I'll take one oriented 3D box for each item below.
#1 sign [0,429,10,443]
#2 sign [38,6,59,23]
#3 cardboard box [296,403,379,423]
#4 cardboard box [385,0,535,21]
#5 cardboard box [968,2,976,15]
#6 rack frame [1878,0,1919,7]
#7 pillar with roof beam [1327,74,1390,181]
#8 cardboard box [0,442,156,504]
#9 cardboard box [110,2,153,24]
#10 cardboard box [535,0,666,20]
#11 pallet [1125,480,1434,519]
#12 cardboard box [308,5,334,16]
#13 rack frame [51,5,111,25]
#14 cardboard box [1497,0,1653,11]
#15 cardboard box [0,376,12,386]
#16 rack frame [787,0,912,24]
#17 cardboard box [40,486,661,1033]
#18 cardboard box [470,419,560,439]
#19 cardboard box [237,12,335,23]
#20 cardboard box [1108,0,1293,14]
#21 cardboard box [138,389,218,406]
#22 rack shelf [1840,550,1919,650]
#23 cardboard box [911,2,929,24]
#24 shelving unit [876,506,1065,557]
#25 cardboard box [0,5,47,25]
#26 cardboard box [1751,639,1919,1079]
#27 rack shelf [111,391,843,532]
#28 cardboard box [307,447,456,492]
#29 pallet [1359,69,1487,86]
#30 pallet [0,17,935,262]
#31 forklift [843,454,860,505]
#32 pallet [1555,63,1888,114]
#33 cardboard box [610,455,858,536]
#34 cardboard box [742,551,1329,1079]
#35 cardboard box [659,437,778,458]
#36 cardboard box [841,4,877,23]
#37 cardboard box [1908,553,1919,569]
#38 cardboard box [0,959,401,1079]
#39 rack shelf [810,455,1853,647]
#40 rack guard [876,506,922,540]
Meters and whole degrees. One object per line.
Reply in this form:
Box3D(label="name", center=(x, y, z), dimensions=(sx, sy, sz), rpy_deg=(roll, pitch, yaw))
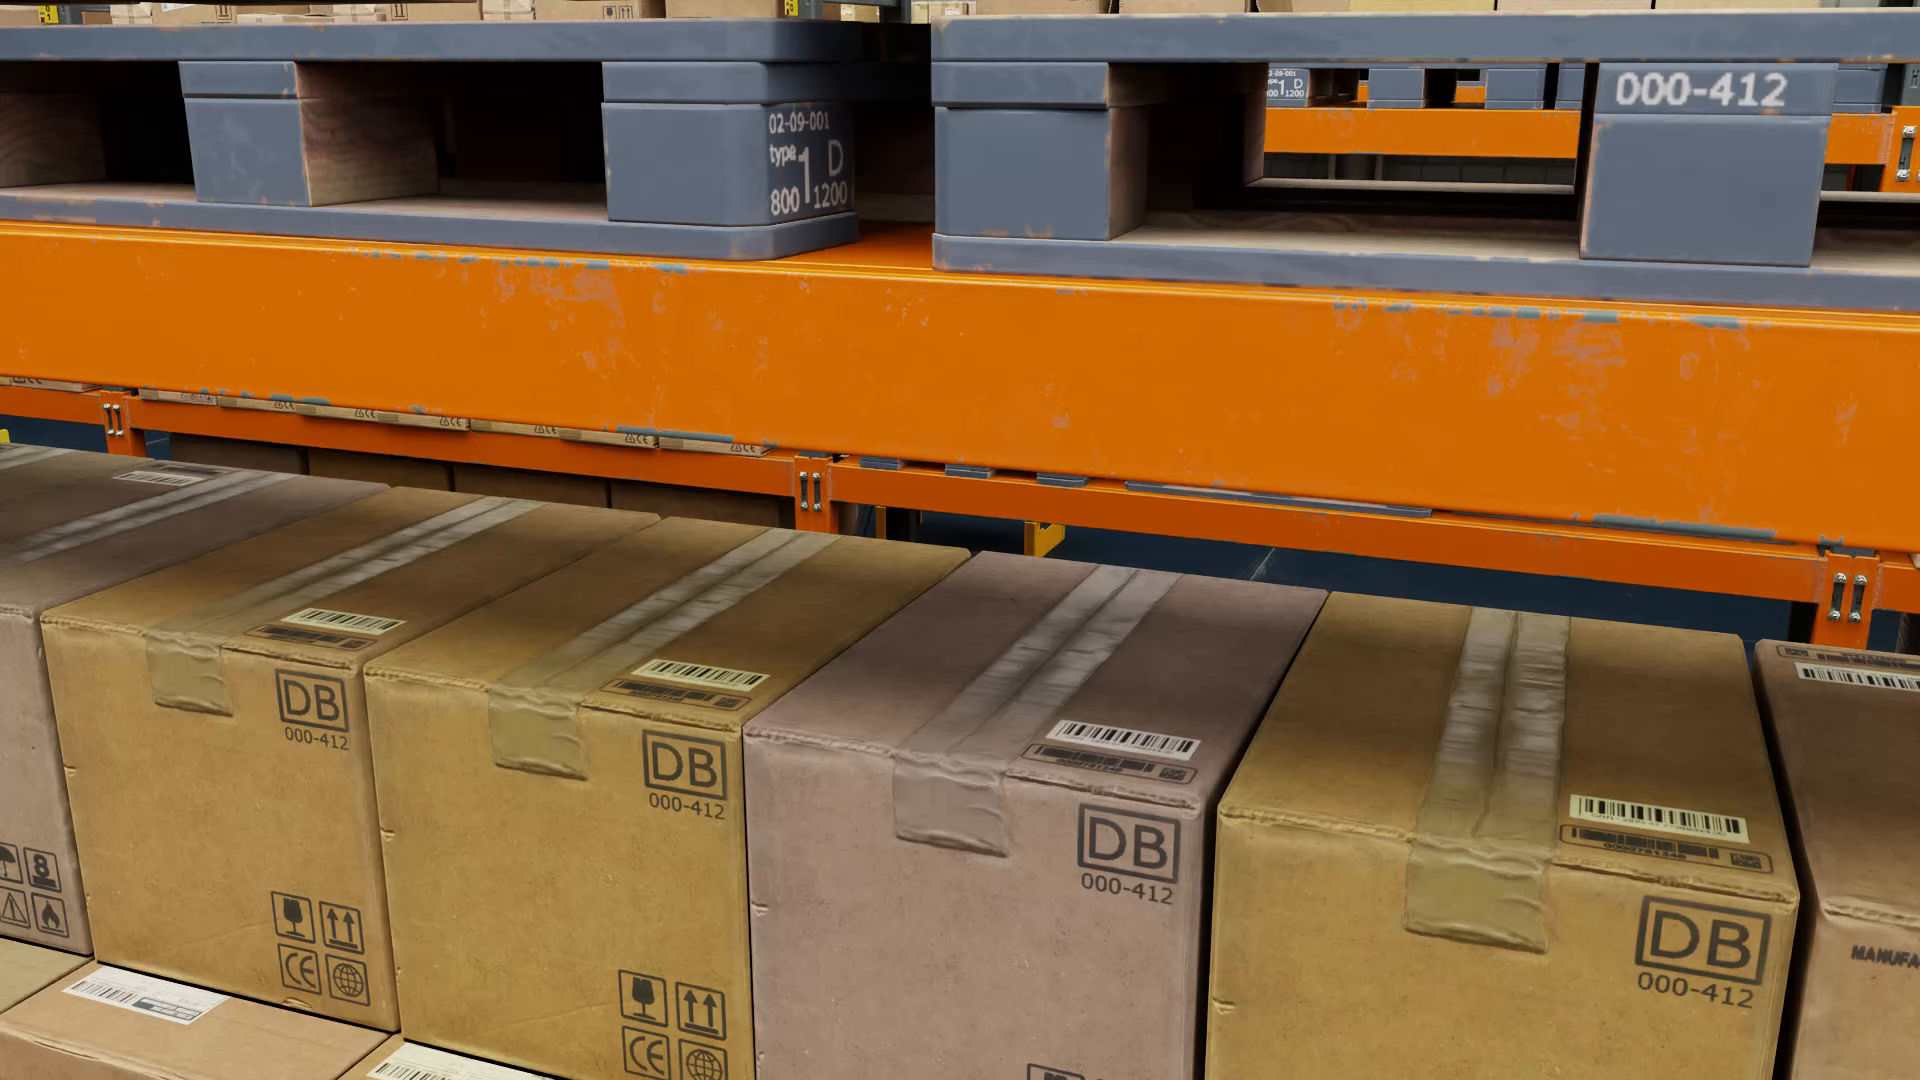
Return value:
Box3D(label="sign", center=(-1.978, -0.059, 3.420), dimensions=(0.005, 0.325, 0.100), rpy_deg=(6, 17, 21))
Box3D(label="sign", center=(-4.380, -2.645, 7.954), dimensions=(0.005, 0.325, 0.100), rpy_deg=(6, 17, 21))
Box3D(label="cardboard box", center=(-2.912, -0.767, 8.206), dimensions=(0.500, 0.250, 0.500), rpy_deg=(6, 17, 20))
Box3D(label="cardboard box", center=(-2.202, -2.448, 7.413), dimensions=(0.500, 0.500, 0.500), rpy_deg=(6, 17, 21))
Box3D(label="cardboard box", center=(0.240, -3.707, 11.703), dimensions=(0.250, 0.149, 0.380), rpy_deg=(6, 17, 20))
Box3D(label="rack frame", center=(3.265, -3.125, 5.296), dimensions=(0.127, 3.000, 1.000), rpy_deg=(6, 17, 21))
Box3D(label="pillar with roof beam", center=(1.325, -3.805, 7.641), dimensions=(0.400, 9.000, 9.100), rpy_deg=(6, 17, 21))
Box3D(label="cardboard box", center=(-1.765, 0.162, 2.764), dimensions=(0.500, 0.500, 0.700), rpy_deg=(6, 17, 20))
Box3D(label="cardboard box", center=(-3.840, -2.498, 8.004), dimensions=(0.258, 0.266, 0.396), rpy_deg=(6, 17, 20))
Box3D(label="cardboard box", center=(-1.447, -2.395, 7.230), dimensions=(0.500, 0.500, 0.700), rpy_deg=(5, 17, 18))
Box3D(label="pallet", center=(1.400, -0.369, 6.908), dimensions=(1.213, 0.211, 1.003), rpy_deg=(6, 17, 21))
Box3D(label="cardboard box", center=(-3.281, -2.626, 8.364), dimensions=(0.500, 0.311, 0.500), rpy_deg=(6, 17, 21))
Box3D(label="rack frame", center=(-4.177, -3.943, 8.115), dimensions=(0.127, 3.000, 1.000), rpy_deg=(6, 17, 21))
Box3D(label="cardboard box", center=(2.199, -1.889, 5.936), dimensions=(0.500, 0.250, 0.500), rpy_deg=(7, 17, 21))
Box3D(label="cardboard box", center=(-5.183, -1.142, 9.049), dimensions=(0.500, 0.500, 0.500), rpy_deg=(6, 17, 19))
Box3D(label="rack frame", center=(-0.456, -3.534, 6.705), dimensions=(0.127, 3.000, 1.000), rpy_deg=(6, 17, 21))
Box3D(label="cardboard box", center=(-0.816, 0.265, 2.408), dimensions=(0.500, 0.500, 0.700), rpy_deg=(6, 17, 20))
Box3D(label="cardboard box", center=(-1.966, -0.669, 7.867), dimensions=(0.500, 0.250, 0.500), rpy_deg=(6, 17, 20))
Box3D(label="cardboard box", center=(-3.129, -2.372, 7.749), dimensions=(0.250, 0.166, 0.380), rpy_deg=(5, 17, 17))
Box3D(label="cardboard box", center=(0.973, -1.994, 6.597), dimensions=(0.637, 0.503, 0.797), rpy_deg=(6, 17, 21))
Box3D(label="cardboard box", center=(-3.865, -0.876, 8.581), dimensions=(0.500, 0.250, 0.500), rpy_deg=(6, 17, 19))
Box3D(label="rack shelf", center=(5.125, 0.307, 5.528), dimensions=(4.000, 0.370, 1.077), rpy_deg=(6, 17, 21))
Box3D(label="cardboard box", center=(-0.274, -3.734, 11.797), dimensions=(0.250, 0.149, 0.380), rpy_deg=(6, 17, 21))
Box3D(label="shelving unit", center=(0.071, -0.712, 10.438), dimensions=(1.083, 1.500, 0.587), rpy_deg=(6, 17, 21))
Box3D(label="cardboard box", center=(-4.889, -2.670, 8.419), dimensions=(0.258, 0.266, 0.396), rpy_deg=(7, 18, 22))
Box3D(label="cardboard box", center=(1.078, 0.473, 1.691), dimensions=(0.500, 0.500, 0.700), rpy_deg=(6, 17, 20))
Box3D(label="rack shelf", center=(-2.317, -0.512, 8.347), dimensions=(4.000, 0.370, 1.077), rpy_deg=(6, 17, 21))
Box3D(label="cardboard box", center=(-2.728, -0.110, 8.731), dimensions=(0.875, 0.875, 0.875), rpy_deg=(7, 18, 22))
Box3D(label="pallet", center=(3.067, -3.130, 11.035), dimensions=(1.213, 0.211, 1.003), rpy_deg=(7, 18, 23))
Box3D(label="pallet", center=(-0.519, -0.543, 2.121), dimensions=(1.213, 0.211, 1.003), rpy_deg=(7, 18, 23))
Box3D(label="forklift", center=(-2.231, -1.623, 11.008), dimensions=(3.031, 2.935, 1.130), rpy_deg=(6, 17, 20))
Box3D(label="pallet", center=(2.729, -1.685, 6.053), dimensions=(1.003, 0.211, 1.213), rpy_deg=(6, 17, 21))
Box3D(label="cardboard box", center=(-1.068, 0.074, 8.097), dimensions=(0.875, 0.875, 0.875), rpy_deg=(6, 17, 20))
Box3D(label="cardboard box", center=(0.129, 0.369, 2.049), dimensions=(0.500, 0.500, 0.700), rpy_deg=(6, 17, 21))
Box3D(label="cardboard box", center=(-1.022, -0.565, 7.509), dimensions=(0.500, 0.250, 0.500), rpy_deg=(6, 17, 19))
Box3D(label="cardboard box", center=(-0.789, -3.775, 11.903), dimensions=(0.250, 0.149, 0.380), rpy_deg=(6, 17, 21))
Box3D(label="cardboard box", center=(3.440, -0.008, 5.770), dimensions=(0.250, 0.149, 0.380), rpy_deg=(6, 17, 20))
Box3D(label="cardboard box", center=(-0.917, 0.812, 2.316), dimensions=(0.500, 0.500, 0.500), rpy_deg=(6, 17, 21))
Box3D(label="rack shelf", center=(1.404, -0.103, 6.937), dimensions=(4.000, 0.370, 1.077), rpy_deg=(6, 17, 21))
Box3D(label="rack guard", center=(-0.392, -0.163, 10.787), dimensions=(0.087, 0.250, 0.587), rpy_deg=(6, 17, 21))
